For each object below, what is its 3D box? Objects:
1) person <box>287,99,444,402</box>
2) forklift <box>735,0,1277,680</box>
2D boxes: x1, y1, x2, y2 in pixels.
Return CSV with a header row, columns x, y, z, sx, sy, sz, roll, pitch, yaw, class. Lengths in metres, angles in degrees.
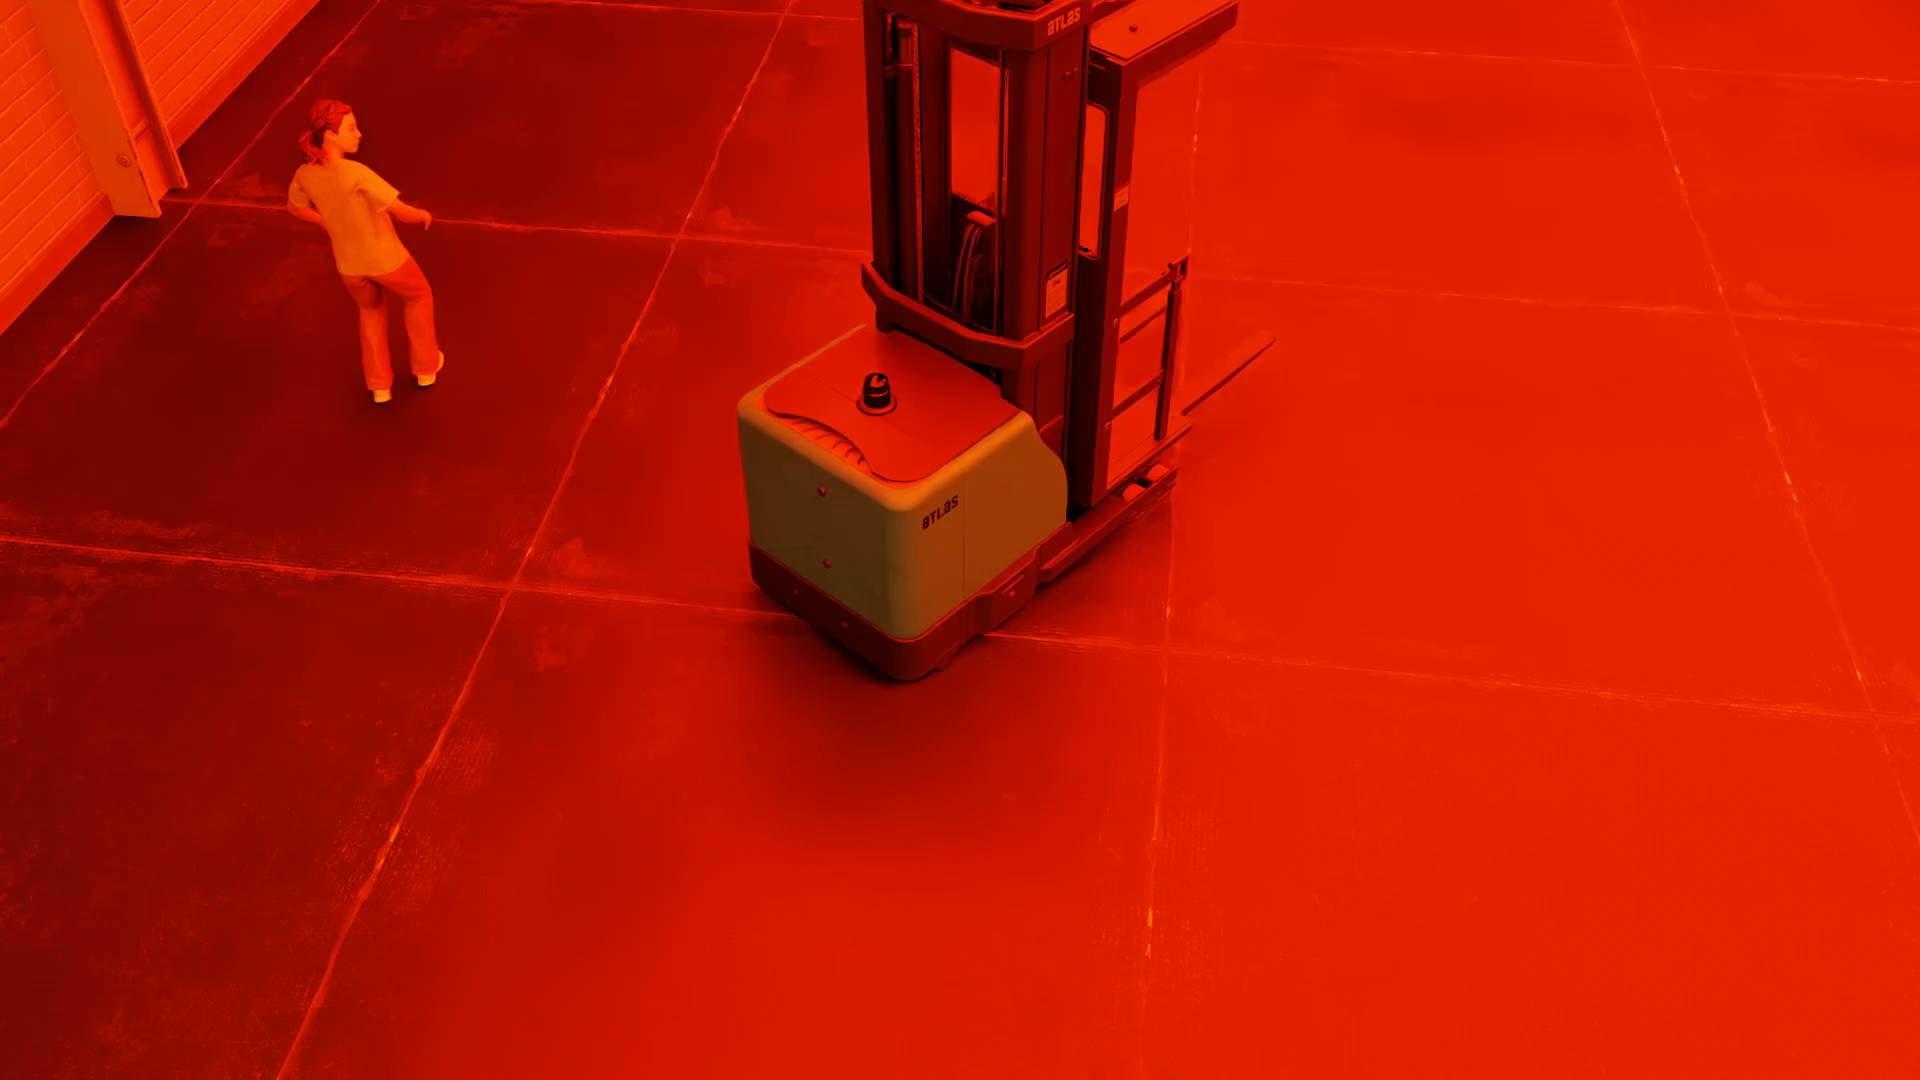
x,y,z,sx,sy,sz,roll,pitch,yaw,class
-2.936,-1.434,8.280,0.687,1.618,0.477,6,43,6,person
0.405,-1.391,7.238,1.130,2.935,3.031,31,51,30,forklift
